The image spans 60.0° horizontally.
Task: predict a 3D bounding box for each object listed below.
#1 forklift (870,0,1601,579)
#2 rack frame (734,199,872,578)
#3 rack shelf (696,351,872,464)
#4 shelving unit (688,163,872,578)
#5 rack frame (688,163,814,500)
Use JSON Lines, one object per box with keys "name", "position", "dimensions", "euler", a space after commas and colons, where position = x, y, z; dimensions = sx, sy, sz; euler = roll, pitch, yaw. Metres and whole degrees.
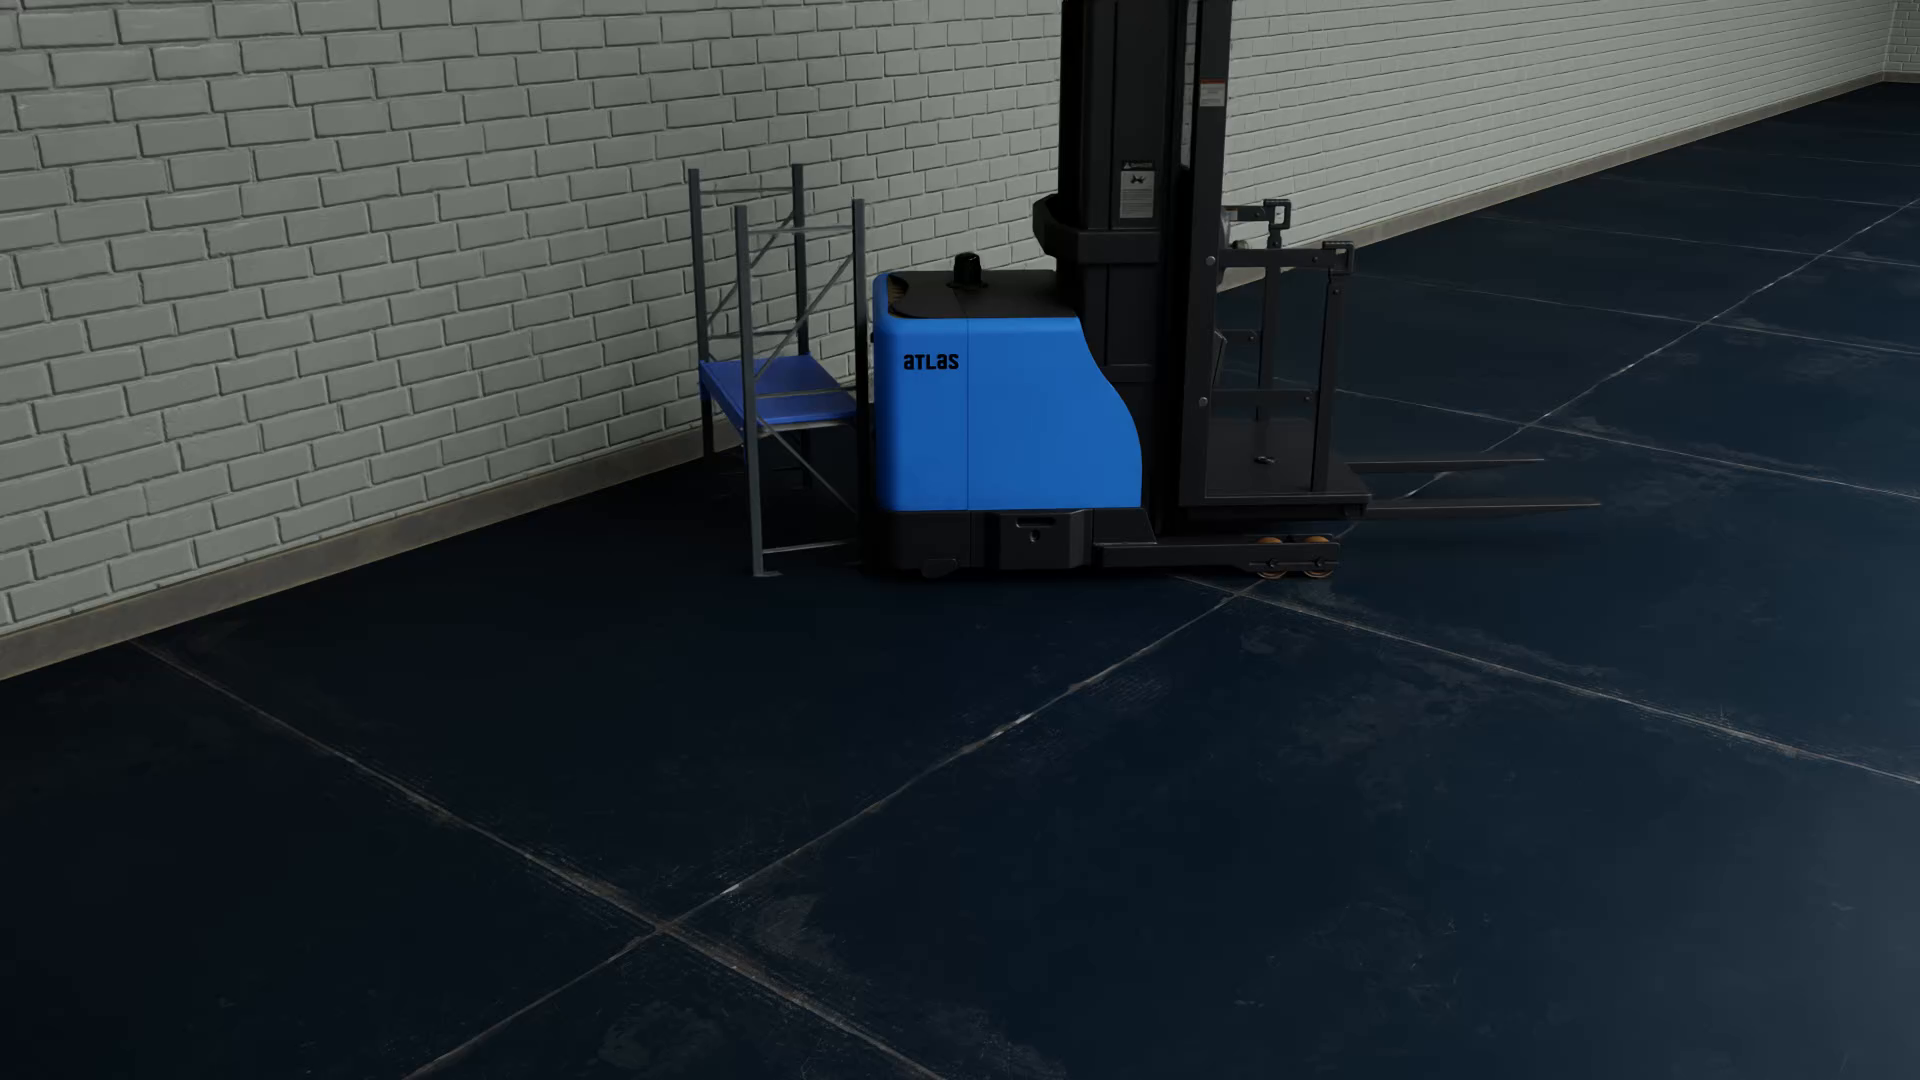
{"name": "forklift", "position": [1.144, -1.399, 6.725], "dimensions": [3.031, 2.935, 1.130], "euler": [-1, 21, -3]}
{"name": "rack frame", "position": [-0.608, -0.580, 6.580], "dimensions": [0.500, 1.500, 0.032], "euler": [-7, 22, -17]}
{"name": "rack shelf", "position": [-0.769, -0.582, 7.095], "dimensions": [0.538, 0.185, 1.000], "euler": [-7, 22, -17]}
{"name": "shelving unit", "position": [-0.769, -0.750, 7.032], "dimensions": [0.538, 1.500, 1.048], "euler": [-7, 22, -17]}
{"name": "rack frame", "position": [-0.930, -0.920, 7.483], "dimensions": [0.500, 1.500, 0.032], "euler": [-7, 22, -17]}
